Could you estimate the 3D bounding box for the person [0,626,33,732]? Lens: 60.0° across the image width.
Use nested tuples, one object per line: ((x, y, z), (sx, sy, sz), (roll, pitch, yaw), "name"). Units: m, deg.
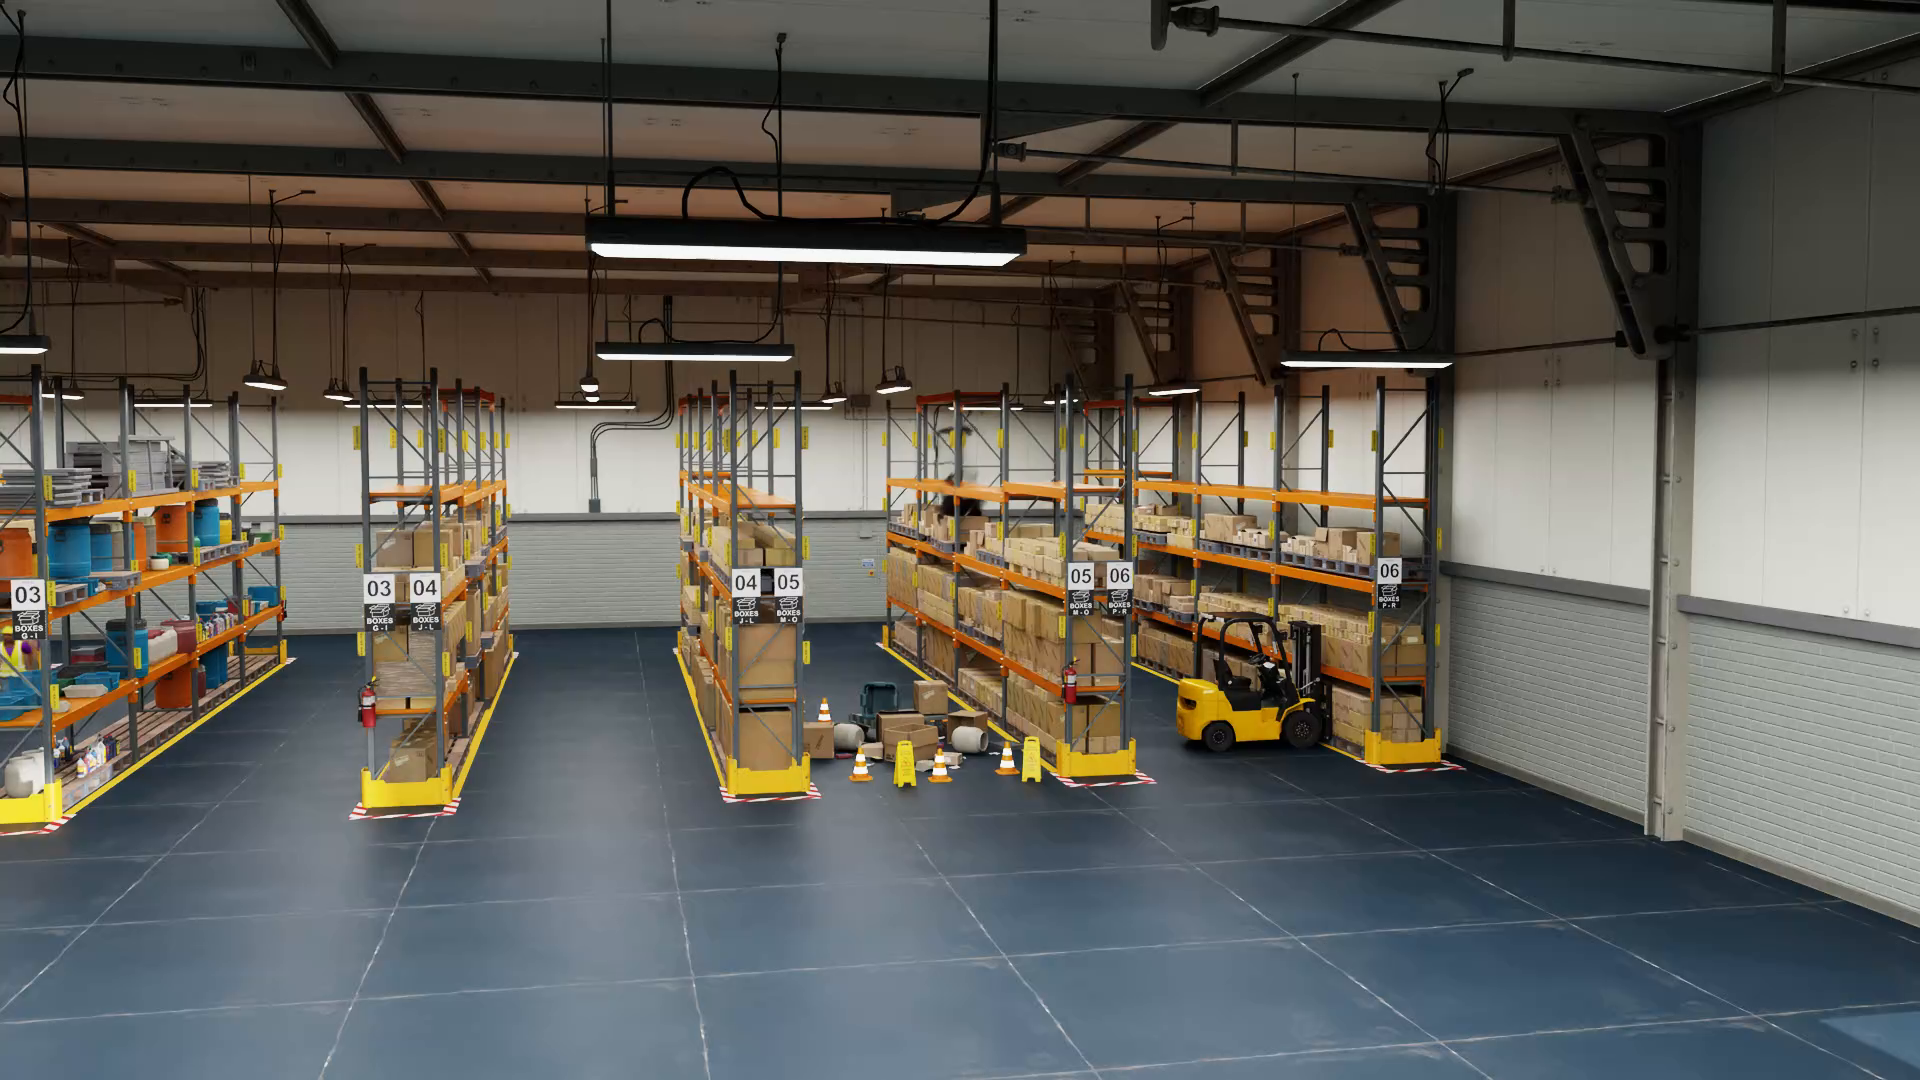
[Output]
((-16.447, 2.377, 28.789), (0.688, 1.780, 0.950), (-2, 4, -24), "person")
